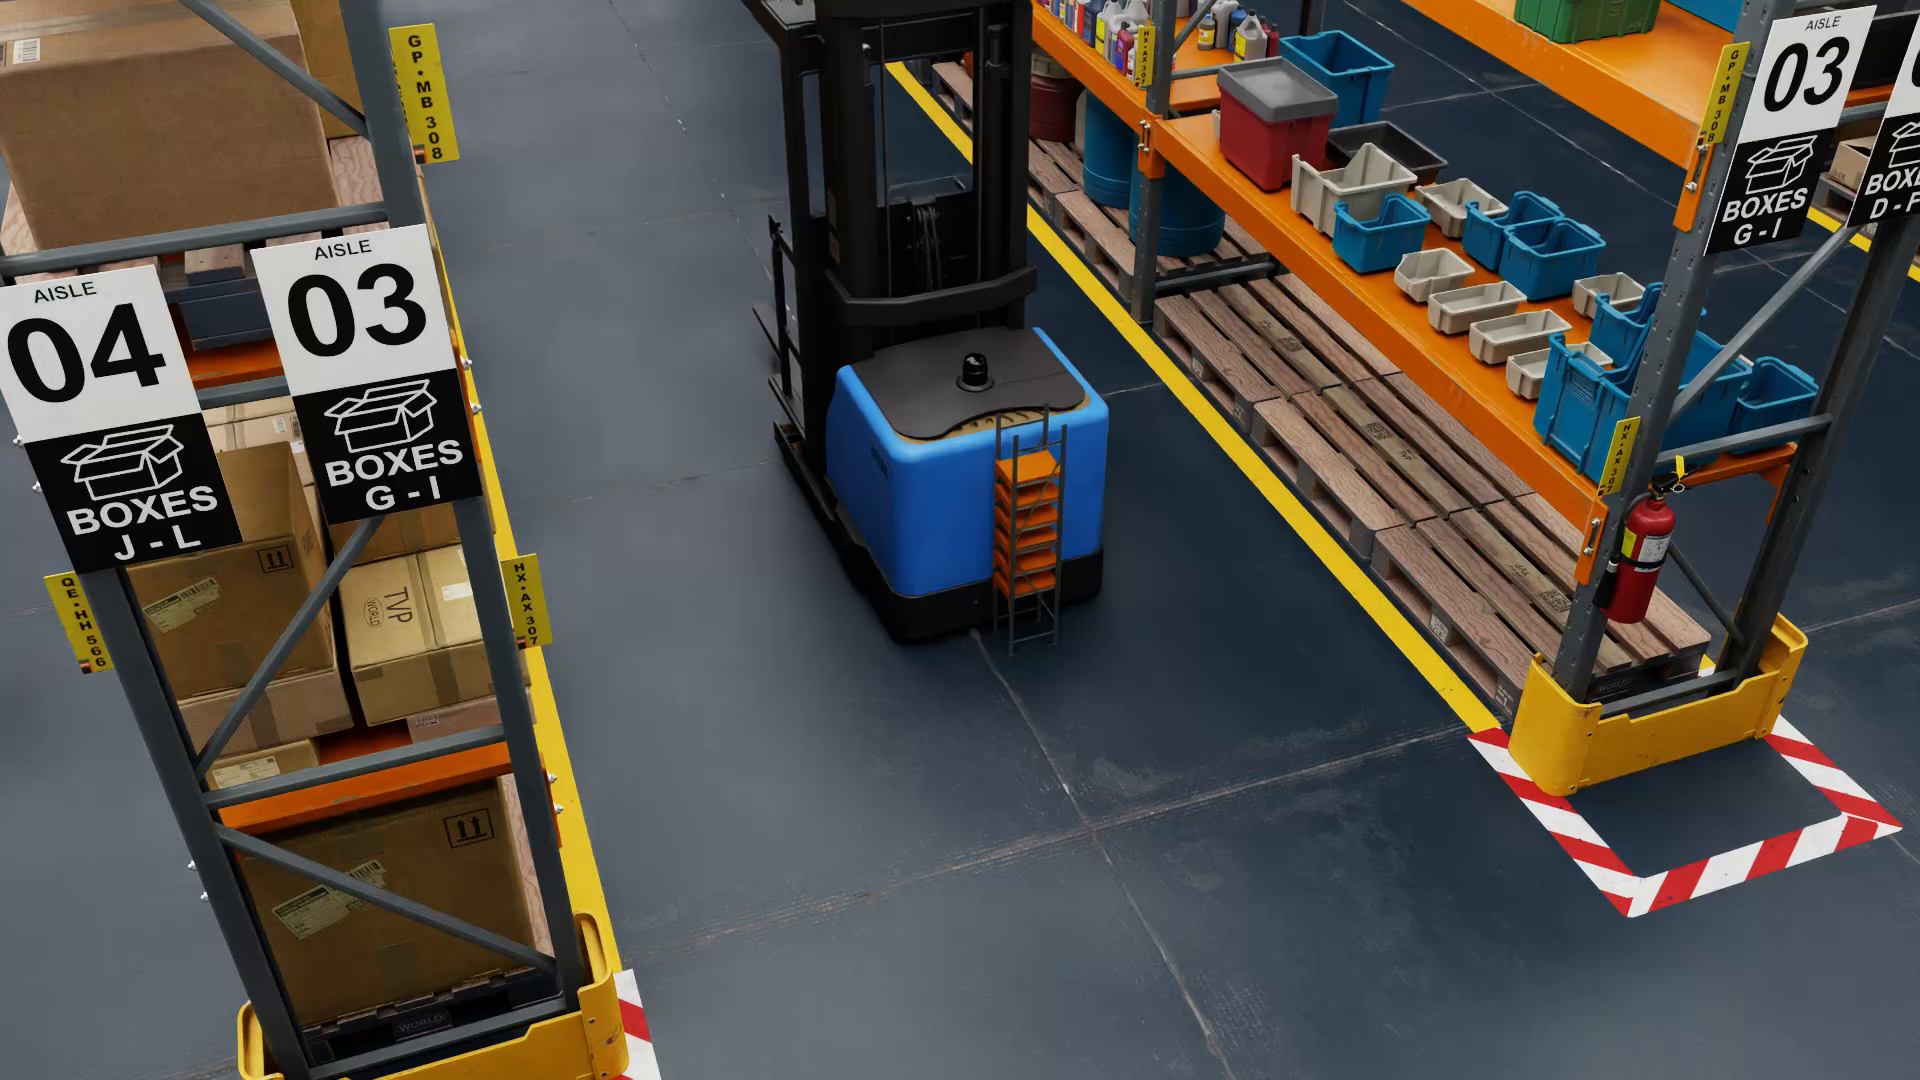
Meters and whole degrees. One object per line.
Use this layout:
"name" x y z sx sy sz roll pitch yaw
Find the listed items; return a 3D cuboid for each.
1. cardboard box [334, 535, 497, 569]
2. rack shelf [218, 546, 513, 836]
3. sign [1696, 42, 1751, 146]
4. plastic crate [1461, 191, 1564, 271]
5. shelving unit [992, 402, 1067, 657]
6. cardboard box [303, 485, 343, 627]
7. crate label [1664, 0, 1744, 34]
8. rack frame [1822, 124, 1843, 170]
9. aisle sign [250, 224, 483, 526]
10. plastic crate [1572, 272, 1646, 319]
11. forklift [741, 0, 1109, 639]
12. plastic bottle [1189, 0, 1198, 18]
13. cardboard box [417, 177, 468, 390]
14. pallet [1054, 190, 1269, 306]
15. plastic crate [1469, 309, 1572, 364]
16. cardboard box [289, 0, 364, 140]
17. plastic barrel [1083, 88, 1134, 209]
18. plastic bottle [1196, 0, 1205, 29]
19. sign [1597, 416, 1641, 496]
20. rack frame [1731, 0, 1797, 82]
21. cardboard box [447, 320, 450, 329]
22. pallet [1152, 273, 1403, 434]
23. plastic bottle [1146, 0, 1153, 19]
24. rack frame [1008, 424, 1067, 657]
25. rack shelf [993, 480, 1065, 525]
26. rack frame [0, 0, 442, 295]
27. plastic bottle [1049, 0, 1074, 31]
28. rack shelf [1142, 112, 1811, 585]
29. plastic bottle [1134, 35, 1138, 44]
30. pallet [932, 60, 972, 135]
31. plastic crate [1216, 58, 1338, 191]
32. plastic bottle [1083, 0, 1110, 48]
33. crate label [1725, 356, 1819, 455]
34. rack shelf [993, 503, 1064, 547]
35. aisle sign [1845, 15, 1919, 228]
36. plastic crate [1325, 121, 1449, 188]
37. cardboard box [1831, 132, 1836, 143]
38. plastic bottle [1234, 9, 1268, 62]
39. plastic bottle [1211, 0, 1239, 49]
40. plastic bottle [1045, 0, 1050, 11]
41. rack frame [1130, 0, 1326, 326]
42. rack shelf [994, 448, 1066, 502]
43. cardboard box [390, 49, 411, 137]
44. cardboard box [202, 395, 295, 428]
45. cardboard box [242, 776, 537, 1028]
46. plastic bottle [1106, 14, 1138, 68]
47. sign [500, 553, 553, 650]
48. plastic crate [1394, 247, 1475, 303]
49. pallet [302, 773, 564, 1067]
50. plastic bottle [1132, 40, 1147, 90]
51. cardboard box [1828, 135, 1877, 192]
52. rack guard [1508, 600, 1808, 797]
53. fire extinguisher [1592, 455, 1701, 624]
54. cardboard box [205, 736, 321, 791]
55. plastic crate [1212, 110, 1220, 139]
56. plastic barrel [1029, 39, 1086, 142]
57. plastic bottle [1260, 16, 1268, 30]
"cardboard box" -1.852 -0.011 5.649 0.500 0.250 0.500 -13 39 -16
"rack shelf" -2.444 -0.253 6.529 0.919 0.124 3.809 -12 39 -16
"sign" 2.384 -1.392 5.198 0.100 0.325 0.005 -12 39 -16
"plastic crate" 2.563 -1.436 7.753 0.416 0.233 0.300 -12 39 -16
"shelving unit" 0.298 -0.026 7.287 0.258 1.200 0.189 -13 39 -17
"cardboard box" -2.345 0.103 5.498 0.500 0.250 0.500 -13 39 -17
"crate label" 2.881 -2.085 6.156 0.408 0.251 0.502 -12 39 -16
"rack frame" 6.171 -3.641 10.591 1.000 3.000 0.127 -12 39 -16
"aisle sign" -1.449 -0.393 4.117 0.394 0.787 0.004 -12 39 -16
"plastic crate" 2.853 -1.066 7.341 0.250 0.136 0.298 -12 39 -16
"forklift" -0.342 -1.608 7.949 1.130 2.935 3.031 -13 39 -17
"plastic bottle" 1.487 -3.368 10.326 0.061 0.283 0.133 -12 39 -16
"cardboard box" -3.371 -1.269 8.858 1.225 0.875 0.875 -12 39 -16
"pallet" 1.292 -1.949 10.661 1.003 0.211 1.213 -12 39 -16
"plastic crate" 2.358 -0.867 7.077 0.396 0.136 0.243 -12 39 -16
"cardboard box" -2.065 -1.404 4.612 0.700 0.500 0.500 -14 39 -18
"plastic barrel" 1.104 -2.658 10.681 0.600 0.901 0.708 -12 39 -16
"plastic bottle" 1.510 -3.267 10.259 0.097 0.201 0.097 0 37 0
"sign" 2.384 -0.300 6.020 0.100 0.325 0.005 -12 39 -16
"rack frame" 2.895 -2.755 4.428 1.000 3.000 0.127 -12 39 -16
"cardboard box" -2.023 -0.592 5.797 0.500 0.500 0.500 -13 39 -17
"pallet" 1.808 -1.097 9.531 1.003 0.211 1.213 -12 39 -16
"plastic bottle" 1.256 -3.400 10.374 0.152 0.276 0.135 -12 39 -16
"rack frame" 0.331 0.026 7.219 0.240 1.200 0.006 -13 39 -17
"rack shelf" 0.298 -0.182 7.169 0.258 0.103 0.180 -13 39 -17
"rack frame" -1.755 -1.729 3.066 1.000 3.000 0.127 -12 39 -16
"plastic bottle" 0.694 -3.357 10.317 0.152 0.276 0.367 -12 39 -16
"rack shelf" 2.207 -1.201 7.949 1.077 0.370 4.000 -12 39 -16
"plastic bottle" 1.025 -2.842 9.695 0.097 0.201 0.097 0 37 0
"pallet" 0.453 -3.327 12.491 1.003 0.211 1.213 -12 39 -16
"plastic crate" 1.590 -2.111 8.457 0.402 0.464 0.583 -12 39 -16
"plastic bottle" 0.831 -3.154 9.985 0.144 0.351 0.185 -12 39 -16
"crate label" 3.119 -0.523 6.540 0.416 0.233 0.303 -12 39 -16
"rack shelf" 0.298 -0.086 7.241 0.258 0.103 0.180 -13 39 -17
"aisle sign" 3.199 -1.417 5.478 0.394 0.787 0.004 -12 39 -16
"plastic crate" 2.156 -1.955 8.532 0.437 0.125 0.590 -12 39 -16
"cardboard box" 5.732 -3.038 11.502 0.500 0.500 0.500 -13 39 -16
"plastic bottle" 1.688 -2.887 9.631 0.144 0.351 0.185 -12 39 -16
"plastic bottle" 1.591 -3.115 9.996 0.152 0.276 0.135 -12 39 -16
"plastic bottle" 0.588 -3.452 10.505 0.097 0.201 0.097 0 37 0
"rack frame" 1.519 -2.618 9.232 1.000 3.000 0.127 -12 39 -16
"rack shelf" 0.298 -0.278 7.097 0.258 0.103 0.180 -13 39 -17
"cardboard box" -4.290 -2.777 10.860 1.225 0.875 0.875 -14 39 -18
"cardboard box" -2.704 -0.478 6.269 0.500 0.250 0.500 -12 39 -16
"cardboard box" -2.051 1.003 5.842 0.875 0.875 0.875 -12 39 -16
"plastic bottle" 0.954 -2.930 9.750 0.152 0.276 0.135 -12 39 -16
"sign" -1.232 0.178 4.735 0.100 0.325 0.005 -12 39 -16
"plastic crate" 2.120 -1.182 7.496 0.298 0.136 0.250 -12 39 -16
"pallet" -2.104 1.346 6.288 1.003 0.211 1.213 -12 39 -16
"plastic bottle" 1.079 -2.724 9.476 0.152 0.276 0.135 -12 39 -16
"cardboard box" 6.112 -2.461 10.893 0.500 0.311 0.500 -12 39 -16
"rack guard" 2.915 0.651 6.970 1.175 0.500 0.348 -12 39 -16
"fire extinguisher" 2.520 0.001 6.130 0.296 0.674 0.183 -12 39 -16
"cardboard box" -2.187 0.635 5.123 0.380 0.149 0.250 -12 39 -15
"plastic crate" 1.545 -2.244 8.905 0.396 0.136 0.243 -12 39 -16
"plastic barrel" 0.715 -3.171 11.622 0.600 0.588 0.708 -12 39 -16
"plastic bottle" 1.747 -2.942 9.760 0.061 0.283 0.133 -12 39 -16
